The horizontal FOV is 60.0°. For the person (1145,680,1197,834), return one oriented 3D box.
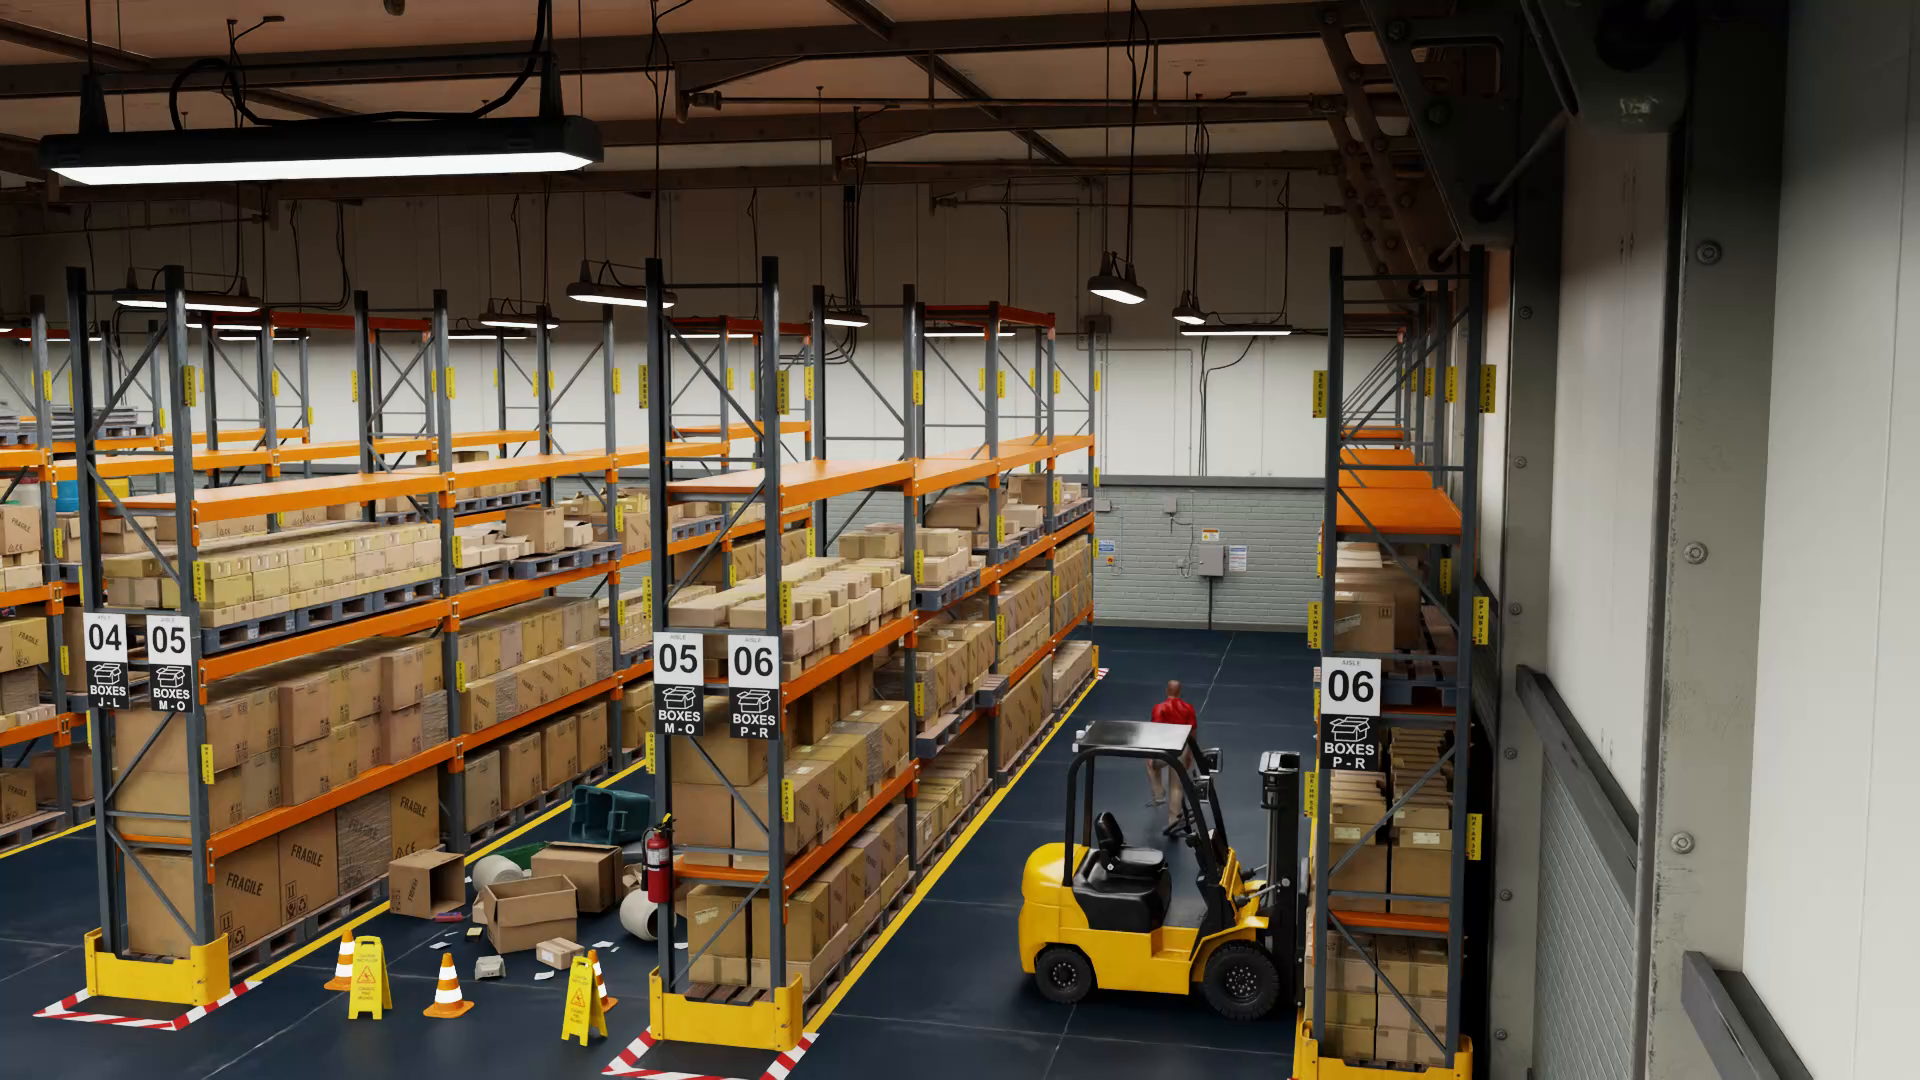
[{"bbox_3d":[2.383,2.410,18.692,0.551,1.695,0.718,0,6,2],"label":"person"}]
